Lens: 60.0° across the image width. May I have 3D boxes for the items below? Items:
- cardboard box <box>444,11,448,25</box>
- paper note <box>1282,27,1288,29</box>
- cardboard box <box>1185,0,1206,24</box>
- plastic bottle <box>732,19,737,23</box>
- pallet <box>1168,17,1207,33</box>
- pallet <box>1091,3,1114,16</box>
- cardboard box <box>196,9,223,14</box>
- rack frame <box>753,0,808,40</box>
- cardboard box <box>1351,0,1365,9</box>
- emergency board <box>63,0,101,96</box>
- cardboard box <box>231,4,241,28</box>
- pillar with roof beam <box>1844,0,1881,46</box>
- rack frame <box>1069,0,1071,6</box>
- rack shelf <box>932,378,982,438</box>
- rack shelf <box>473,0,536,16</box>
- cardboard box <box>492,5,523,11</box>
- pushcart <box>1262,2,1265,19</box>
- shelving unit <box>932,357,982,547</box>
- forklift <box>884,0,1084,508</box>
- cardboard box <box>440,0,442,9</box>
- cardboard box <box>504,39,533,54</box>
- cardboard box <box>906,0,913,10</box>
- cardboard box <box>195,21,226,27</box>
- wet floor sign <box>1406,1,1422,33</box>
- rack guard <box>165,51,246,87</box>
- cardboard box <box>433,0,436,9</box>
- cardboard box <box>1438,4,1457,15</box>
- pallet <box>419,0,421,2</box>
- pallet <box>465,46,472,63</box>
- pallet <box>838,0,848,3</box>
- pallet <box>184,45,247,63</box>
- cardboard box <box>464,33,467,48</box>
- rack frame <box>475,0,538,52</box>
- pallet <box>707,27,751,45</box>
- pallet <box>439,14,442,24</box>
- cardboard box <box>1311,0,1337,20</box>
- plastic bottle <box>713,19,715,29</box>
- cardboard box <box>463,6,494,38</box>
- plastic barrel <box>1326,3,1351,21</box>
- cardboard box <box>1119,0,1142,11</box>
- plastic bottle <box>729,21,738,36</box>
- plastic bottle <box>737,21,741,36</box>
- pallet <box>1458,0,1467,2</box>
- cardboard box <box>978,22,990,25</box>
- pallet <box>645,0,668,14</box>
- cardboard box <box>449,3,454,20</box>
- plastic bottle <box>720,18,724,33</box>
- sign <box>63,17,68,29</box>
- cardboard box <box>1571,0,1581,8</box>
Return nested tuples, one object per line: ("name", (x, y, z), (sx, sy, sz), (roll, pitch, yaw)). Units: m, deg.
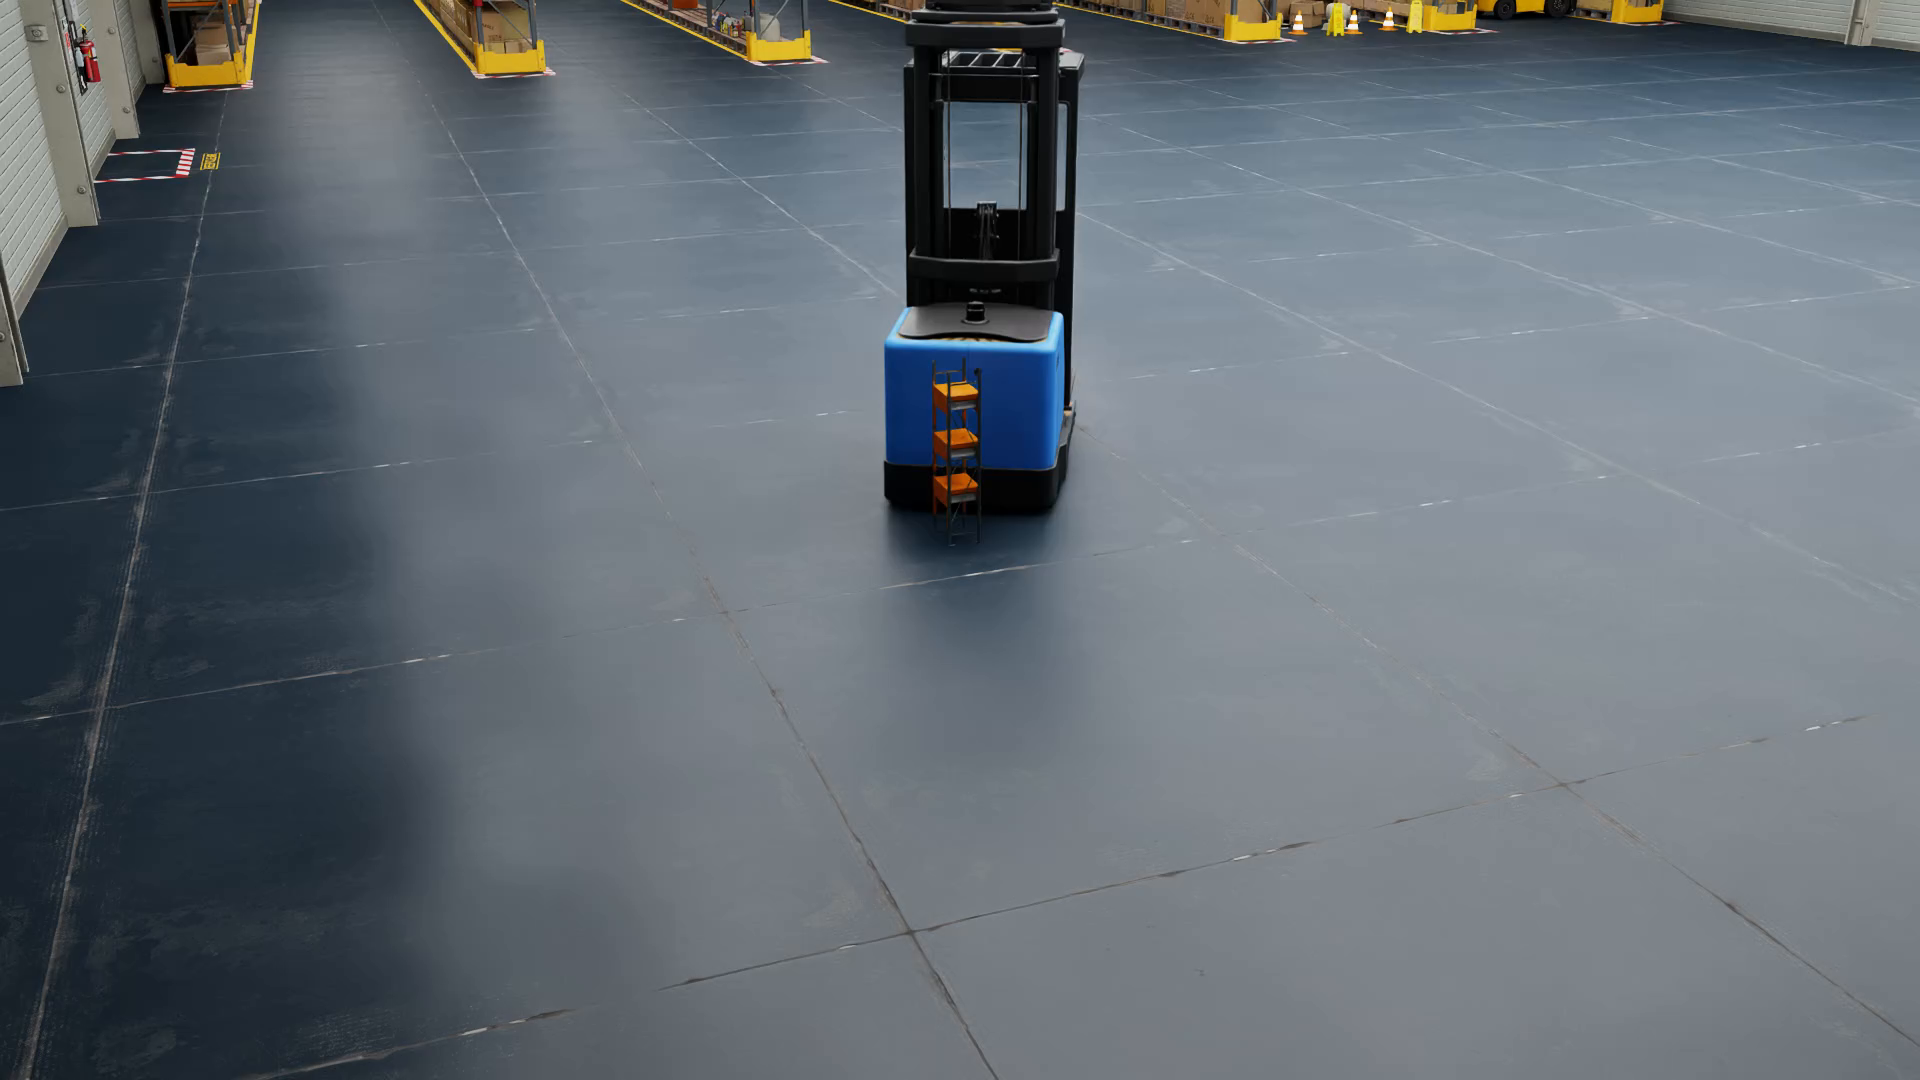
("cardboard box", (-10.497, -10.921, 34.799), (0.500, 0.250, 0.500), (-9, 24, -20))
("paper note", (7.045, -11.109, 36.071), (0.144, 0.017, 0.142), (0, 23, -1))
("cardboard box", (5.382, -11.462, 35.277), (0.875, 0.875, 0.875), (-9, 24, -20))
("plastic bottle", (-4.483, -10.224, 33.087), (0.152, 0.276, 0.135), (-8, 24, -19))
("pallet", (5.213, -11.128, 35.880), (1.003, 0.211, 1.213), (-8, 24, -19))
("pallet", (3.805, -12.573, 39.309), (1.003, 0.211, 1.213), (-8, 24, -19))
("cardboard box", (-14.429, -10.282, 31.970), (0.500, 0.250, 0.500), (-9, 24, -20))
("rack frame", (-3.314, -10.367, 30.485), (1.000, 3.000, 0.127), (-8, 24, -19))
("cardboard box", (9.333, -12.343, 38.171), (0.500, 0.250, 0.500), (-7, 24, -16))
("emergency board", (-10.682, -6.060, 20.267), (0.194, 1.169, 0.643), (-8, 24, -19))
("cardboard box", (-15.105, -10.711, 33.953), (0.700, 0.500, 0.500), (-8, 24, -18))
("pillar with roof beam", (13.923, -13.459, 30.097), (9.100, 9.000, 0.400), (-8, 24, -19))
("rack frame", (3.170, -14.597, 40.522), (1.000, 3.000, 0.127), (-8, 24, -19))
("rack shelf", (-0.019, -0.755, 9.486), (0.215, 0.259, 0.240), (-8, 24, -19))
("rack shelf", (-8.655, -10.084, 30.740), (1.077, 0.370, 4.000), (-8, 24, -19))
("cardboard box", (-8.297, -9.548, 30.575), (0.500, 0.500, 0.500), (-8, 24, -19))
("pushcart", (7.063, -12.321, 38.496), (1.648, 0.377, 0.936), (-18, 29, -37))
("shelving unit", (-0.019, -0.503, 9.592), (0.215, 1.050, 0.252), (-8, 24, -19))
("forklift", (0.223, -2.082, 10.917), (1.130, 2.935, 3.031), (3, 23, 6))
("cardboard box", (-10.865, -11.550, 35.569), (0.500, 0.311, 0.500), (-7, 24, -17))
("cardboard box", (-7.930, -8.841, 29.863), (0.500, 0.250, 0.500), (-8, 24, -19))
("cardboard box", (-0.836, -12.359, 37.863), (0.700, 0.500, 0.500), (-6, 24, -15))
("cardboard box", (-13.591, -9.141, 30.227), (0.500, 0.500, 0.500), (-10, 25, -23))
("wet floor sign", (9.657, -11.106, 35.269), (0.267, 0.644, 0.232), (0, 23, -1))
("rack guard", (-12.609, -7.884, 27.811), (1.175, 0.500, 0.348), (-8, 24, -19))
("cardboard box", (-11.699, -12.332, 37.799), (0.500, 0.500, 0.500), (-9, 25, -21))
("cardboard box", (10.565, -11.664, 36.561), (0.500, 0.250, 0.500), (-9, 24, -19))
("pallet", (-13.292, -13.900, 42.458), (1.003, 0.211, 1.213), (-8, 24, -19))
("pallet", (-8.685, -9.119, 31.113), (1.003, 0.211, 1.213), (-8, 24, -19))
("pallet", (-2.576, -13.852, 42.343), (1.003, 0.211, 1.213), (-8, 24, -19))
("pallet", (-13.725, -8.937, 30.683), (1.003, 0.211, 1.213), (-8, 24, -19))
("cardboard box", (-8.956, -9.313, 30.984), (0.500, 0.250, 0.500), (-8, 24, -19))
("rack frame", (-7.949, -9.689, 28.876), (1.000, 3.000, 0.127), (-8, 24, -19))
("pallet", (-4.528, -10.286, 33.882), (1.003, 0.211, 1.213), (-8, 24, -19))
("pallet", (-11.003, -11.587, 36.970), (1.003, 0.211, 1.213), (-8, 24, -19))
("cardboard box", (8.284, -12.133, 37.890), (0.500, 0.500, 0.500), (8, 24, 18))
("plastic bottle", (-4.988, -10.521, 33.887), (0.097, 0.201, 0.097), (0, 23, 0))
("cardboard box", (-8.784, -9.476, 30.405), (0.500, 0.500, 0.500), (-8, 24, -19))
("plastic barrel", (8.445, -11.762, 37.112), (0.512, 0.421, 0.421), (8, 24, 18))
("cardboard box", (4.279, -12.514, 37.935), (1.050, 0.750, 0.750), (-8, 24, -19))
("plastic bottle", (-4.436, -10.017, 32.595), (0.152, 0.276, 0.135), (-8, 24, -19))
("plastic bottle", (-4.337, -10.036, 32.629), (0.061, 0.283, 0.133), (-8, 24, -19))
("pallet", (13.089, -13.964, 42.608), (1.003, 0.211, 1.213), (-8, 24, -19))
("cardboard box", (0.668, -10.760, 34.095), (0.500, 0.500, 0.500), (-6, 24, -14))
("pallet", (-6.884, -12.712, 39.639), (1.003, 0.211, 1.213), (-8, 24, -19))
("cardboard box", (-9.963, -10.623, 33.370), (0.500, 0.311, 0.500), (-8, 24, -18))
("plastic bottle", (-4.744, -10.287, 33.226), (0.061, 0.283, 0.133), (-7, 24, -17))
("sign", (-10.576, -6.109, 19.653), (0.001, 0.109, 0.331), (-8, 24, -19))
("cardboard box", (14.437, -12.508, 38.563), (0.500, 0.250, 0.500), (-8, 24, -18))
